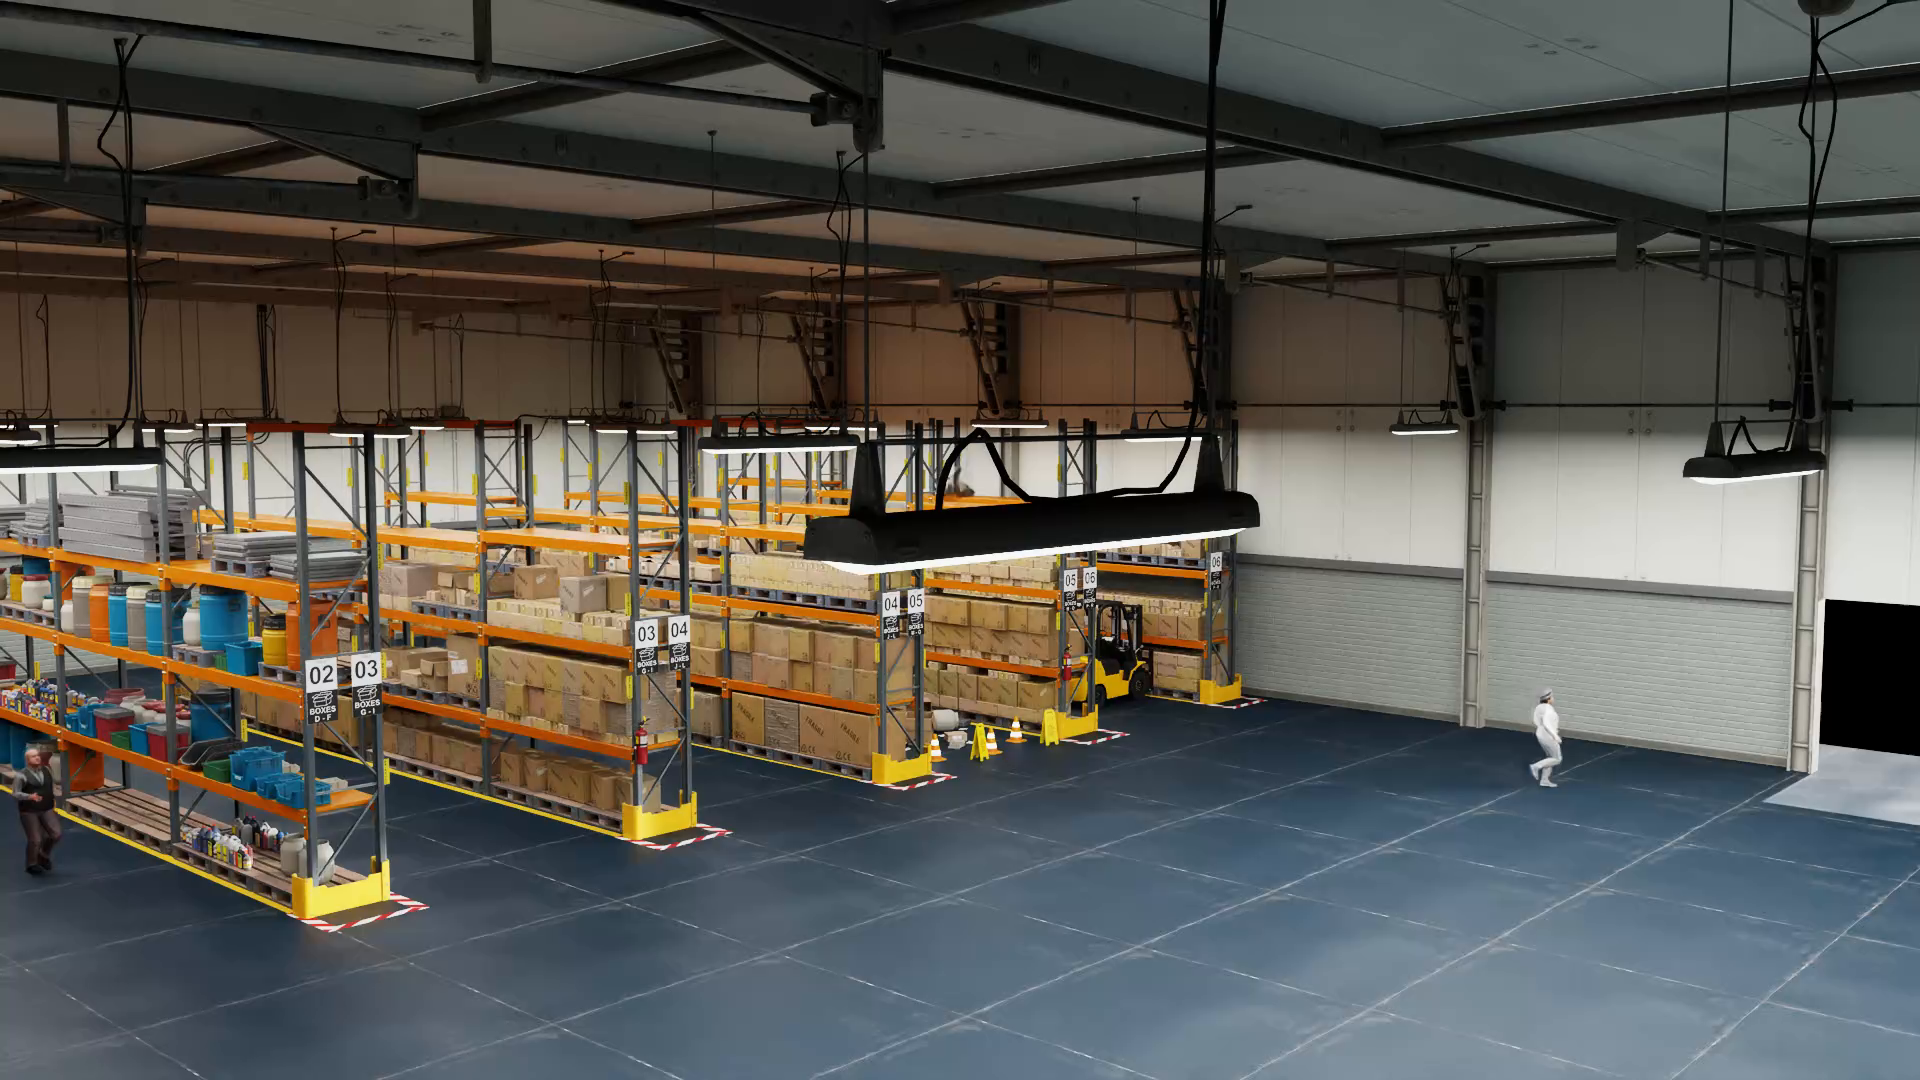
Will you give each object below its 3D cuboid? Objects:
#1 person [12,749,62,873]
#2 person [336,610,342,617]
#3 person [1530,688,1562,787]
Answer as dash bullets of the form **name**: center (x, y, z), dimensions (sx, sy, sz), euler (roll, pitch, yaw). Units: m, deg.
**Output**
- **person**: center (-12.365, 3.652, 22.353), dimensions (0.638, 1.686, 0.637), euler (3, 6, 33)
- **person**: center (-14.304, 2.374, 38.087), dimensions (0.678, 1.712, 0.976), euler (1, 5, 7)
- **person**: center (9.675, 3.271, 27.492), dimensions (0.552, 1.651, 0.621), euler (0, 5, -3)
